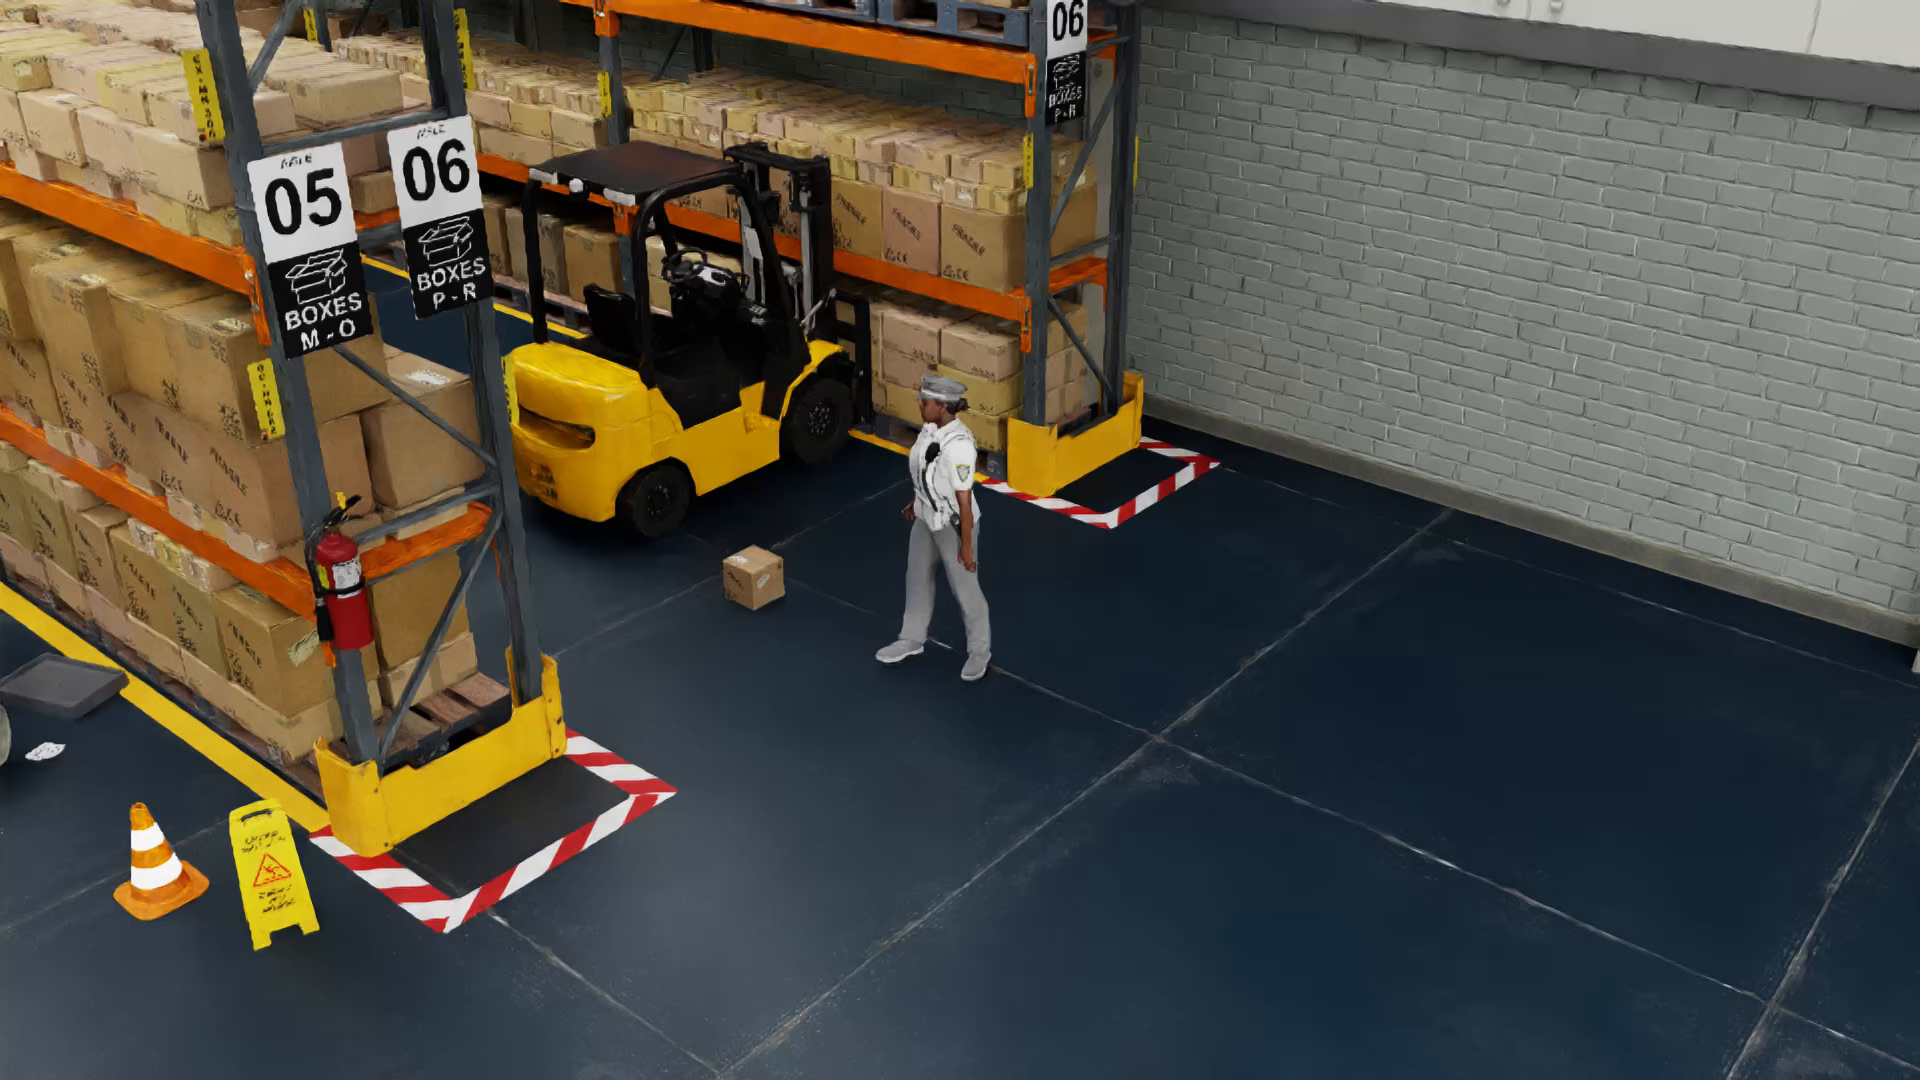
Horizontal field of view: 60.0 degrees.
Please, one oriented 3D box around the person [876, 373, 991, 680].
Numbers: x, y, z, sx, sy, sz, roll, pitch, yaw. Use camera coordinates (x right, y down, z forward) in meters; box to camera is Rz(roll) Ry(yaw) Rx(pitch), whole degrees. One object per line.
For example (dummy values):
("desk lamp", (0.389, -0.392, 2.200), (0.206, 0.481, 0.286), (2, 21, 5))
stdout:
("person", (-0.154, -0.088, 8.729), (0.585, 1.673, 0.643), (-14, 31, -25))
